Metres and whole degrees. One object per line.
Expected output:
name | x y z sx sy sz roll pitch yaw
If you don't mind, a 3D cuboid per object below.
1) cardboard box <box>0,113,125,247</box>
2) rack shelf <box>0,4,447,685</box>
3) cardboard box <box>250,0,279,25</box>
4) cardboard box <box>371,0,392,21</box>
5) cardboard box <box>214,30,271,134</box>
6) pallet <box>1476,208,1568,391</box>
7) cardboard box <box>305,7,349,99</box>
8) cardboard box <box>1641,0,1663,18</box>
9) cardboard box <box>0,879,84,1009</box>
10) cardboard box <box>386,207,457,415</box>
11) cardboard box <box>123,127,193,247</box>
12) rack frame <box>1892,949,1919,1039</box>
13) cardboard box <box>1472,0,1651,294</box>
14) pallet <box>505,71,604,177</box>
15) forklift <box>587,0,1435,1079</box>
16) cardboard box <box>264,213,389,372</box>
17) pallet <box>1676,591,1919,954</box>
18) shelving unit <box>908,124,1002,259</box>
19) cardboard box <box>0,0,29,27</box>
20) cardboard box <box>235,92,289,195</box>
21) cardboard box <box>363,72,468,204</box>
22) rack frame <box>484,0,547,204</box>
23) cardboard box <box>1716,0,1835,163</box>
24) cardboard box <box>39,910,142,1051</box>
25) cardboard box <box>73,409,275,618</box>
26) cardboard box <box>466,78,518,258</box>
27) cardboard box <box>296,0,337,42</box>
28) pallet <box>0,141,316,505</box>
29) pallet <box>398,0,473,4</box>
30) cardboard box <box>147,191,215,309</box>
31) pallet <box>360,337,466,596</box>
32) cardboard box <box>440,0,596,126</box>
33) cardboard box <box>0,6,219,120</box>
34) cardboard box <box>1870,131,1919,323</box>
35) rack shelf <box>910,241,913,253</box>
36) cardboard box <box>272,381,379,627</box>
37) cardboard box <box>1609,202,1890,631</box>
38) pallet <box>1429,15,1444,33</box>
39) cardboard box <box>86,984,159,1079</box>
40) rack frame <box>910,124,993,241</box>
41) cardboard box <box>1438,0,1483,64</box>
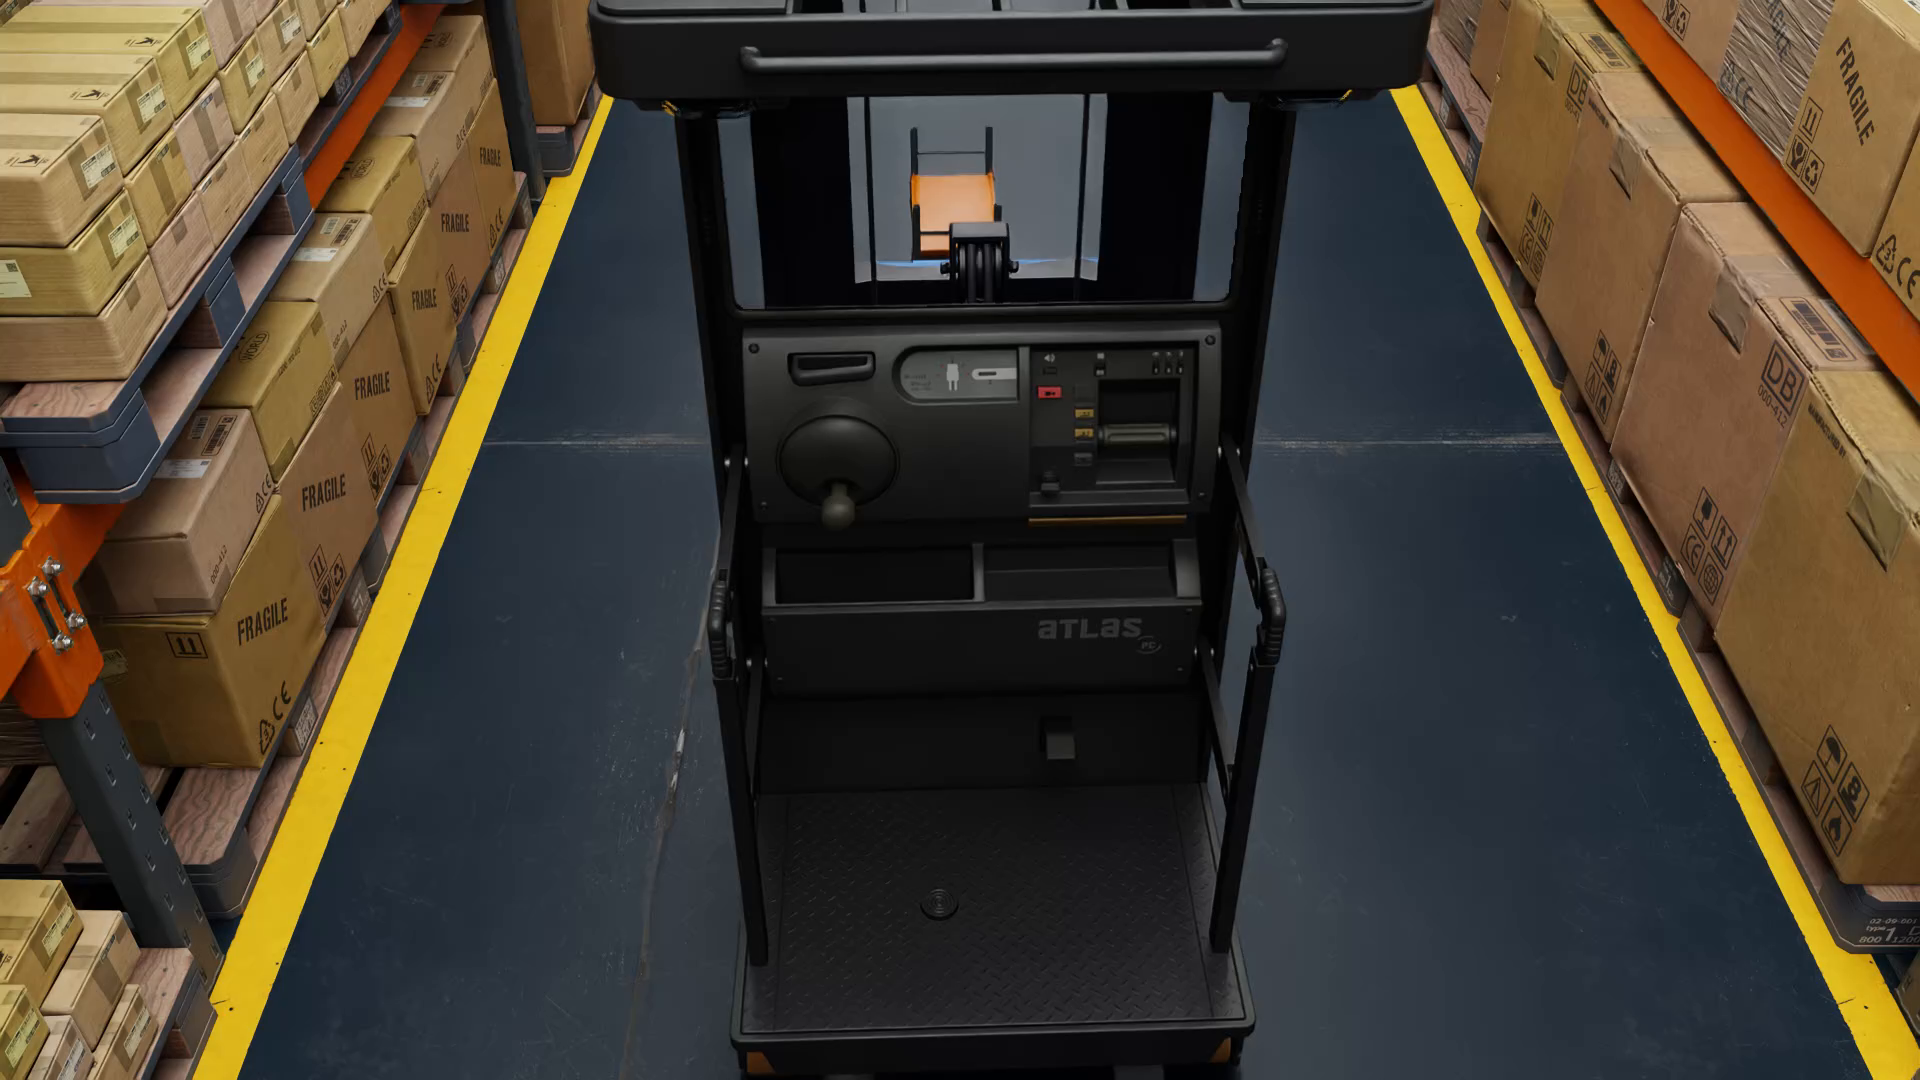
cardboard box | -1.803 -0.669 3.076 0.380 0.149 0.250 2 39 2
rack shelf | -2.265 -1.095 4.793 1.077 0.370 4.000 0 39 0
cardboard box | -1.806 -1.320 3.888 0.380 0.149 0.250 0 39 0
cardboard box | -1.811 -1.582 4.690 0.380 0.149 0.250 1 39 1
cardboard box | -1.807 -1.039 3.776 0.380 0.149 0.250 -2 39 -2
pallet | 2.618 -0.985 6.311 1.003 0.211 1.213 0 39 0
cardboard box | -1.810 -1.254 4.281 0.380 0.149 0.250 -1 39 -1
cardboard box | 2.424 -1.979 5.241 0.500 0.500 0.500 -1 39 -1
cardboard box | -2.002 0.814 3.304 0.380 0.149 0.250 1 39 1
cardboard box | -1.991 -0.748 5.448 0.500 0.500 0.500 -2 39 -2
cardboard box | -1.805 -0.715 3.371 0.380 0.149 0.250 -1 39 -1
rack frame | 2.697 -0.065 2.933 1.000 3.000 0.127 0 39 0
cardboard box | 2.673 -1.470 6.048 1.225 0.875 0.875 -2 39 -2
pallet | -2.193 -2.031 7.616 1.003 0.211 1.213 0 39 0
forklift | 0.055 -0.148 3.091 1.130 2.935 3.031 -1 39 -2
cardboard box | -1.999 -0.720 4.813 0.500 0.250 0.500 1 39 2
pallet | 2.621 0.541 4.407 1.003 0.211 1.213 0 39 0
shelving unit | -0.017 -0.585 5.020 0.258 1.200 0.503 -1 39 -2
cardboard box | -2.463 -1.209 3.987 0.380 0.149 0.250 -2 39 -2
cardboard box | -1.805 -0.924 3.869 0.380 0.149 0.250 0 39 0
cardboard box | -1.993 -1.364 5.617 0.500 0.250 0.500 0 39 1
rack frame | -2.267 -2.626 6.128 1.000 3.000 0.127 0 39 0
cardboard box | 2.427 -1.346 4.451 0.500 0.500 0.500 0 39 0
cardboard box | -1.944 0.905 3.429 0.380 0.149 0.250 1 39 1
cardboard box | -1.999 -0.068 4.000 0.500 0.250 0.500 -2 39 -2
cardboard box | -2.005 -1.403 6.265 0.500 0.500 0.500 0 39 0
cardboard box | -1.810 -1.374 4.193 0.380 0.149 0.250 -1 39 -1
pallet | -2.118 -0.528 3.663 1.003 0.211 1.213 0 39 0
pallet | -2.160 -2.106 5.632 1.213 0.211 1.003 0 39 0
cardboard box | -1.809 -0.611 3.478 0.380 0.149 0.250 1 39 1
pallet | -2.269 -0.288 5.441 1.003 0.211 1.213 0 39 0
cardboard box | -2.178 -2.293 7.176 1.050 0.750 0.750 -1 39 -1
cardboard box | -1.807 -1.004 3.494 0.380 0.149 0.250 0 39 0
cardboard box | 2.430 -0.706 3.652 0.500 0.500 0.500 1 39 1
rack shelf | -0.017 -0.707 4.922 0.258 0.148 0.480 -1 39 -2
cardboard box | -2.001 -0.106 4.647 0.500 0.500 0.500 2 39 2
cardboard box | 2.675 -0.359 4.662 1.225 0.875 0.875 -1 39 -2
pallet | 2.695 -2.728 8.485 1.003 0.211 1.213 0 39 0
cardboard box | -1.922 1.069 3.461 0.380 0.149 0.250 0 39 1
rack frame | -0.025 -0.737 5.211 0.240 1.200 0.015 -1 39 -2
cardboard box | 2.659 -2.529 7.654 0.700 0.500 0.500 -3 39 -4
